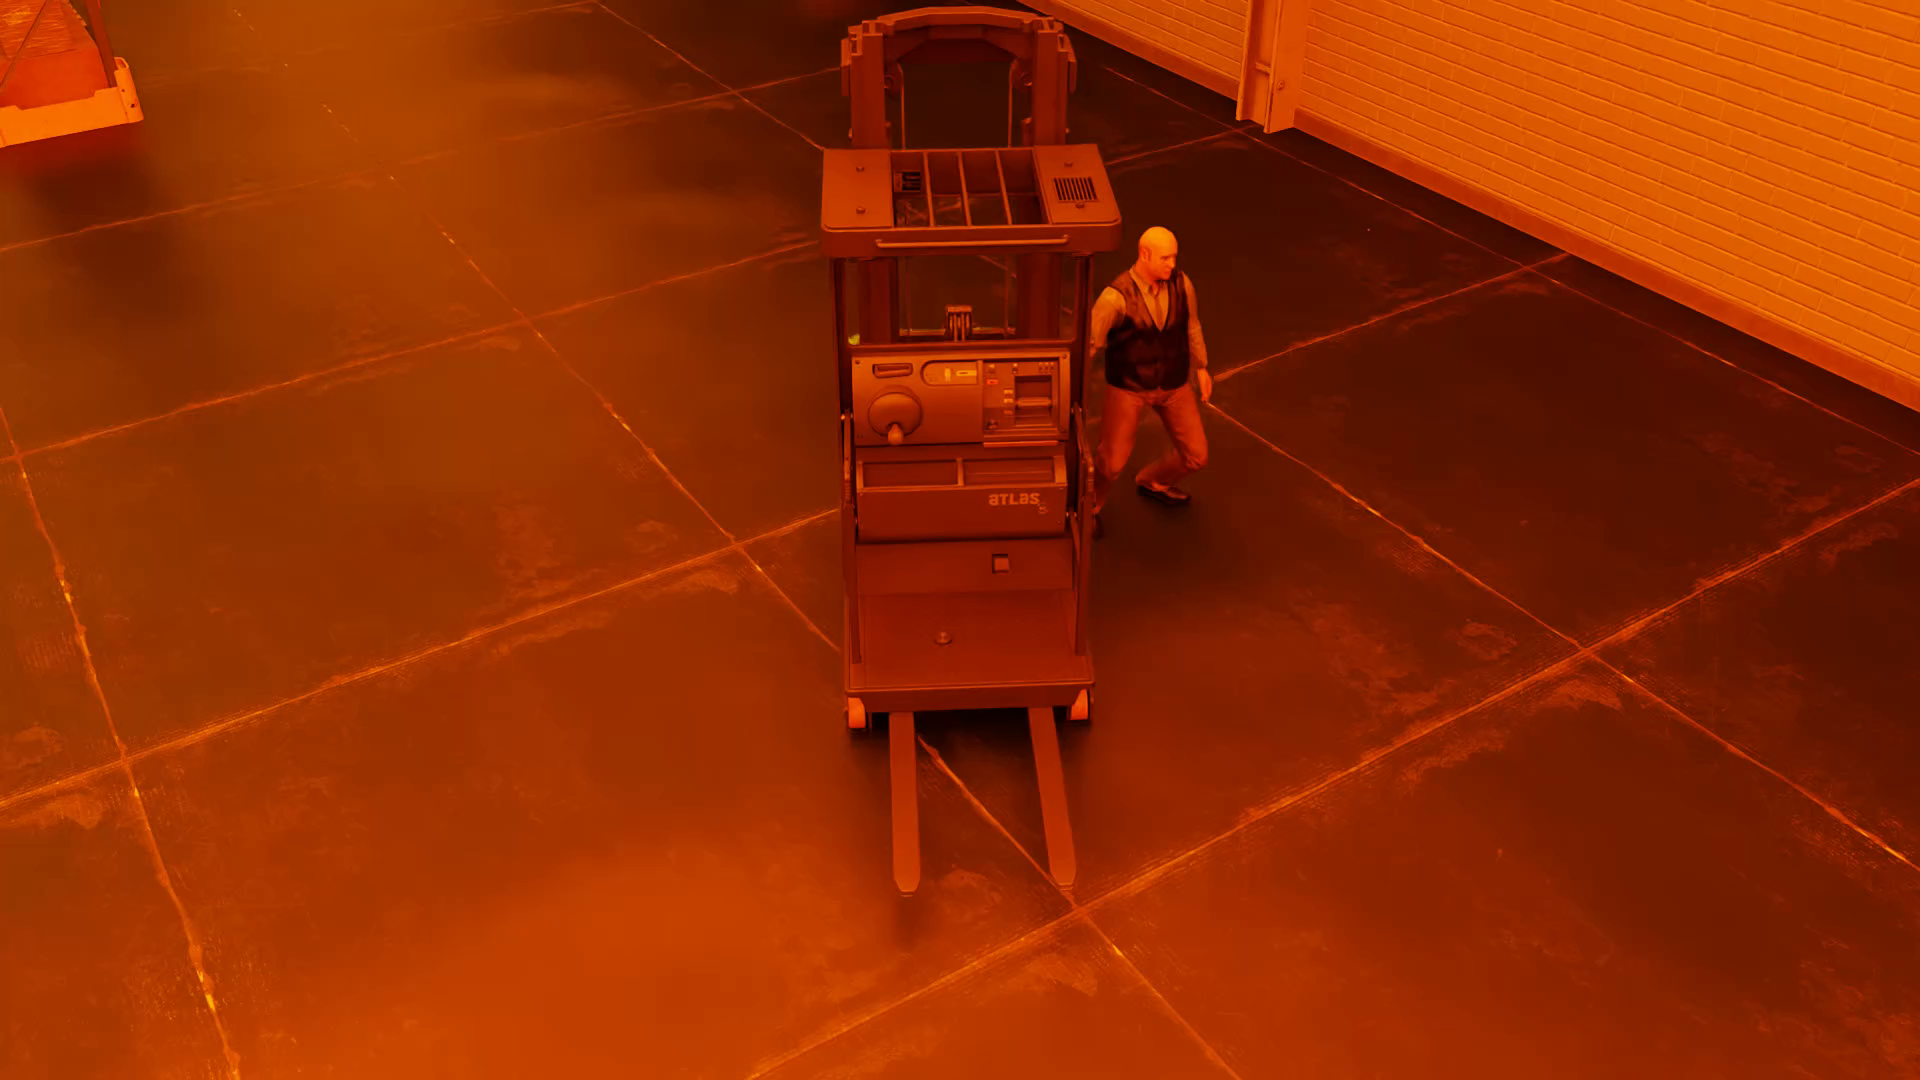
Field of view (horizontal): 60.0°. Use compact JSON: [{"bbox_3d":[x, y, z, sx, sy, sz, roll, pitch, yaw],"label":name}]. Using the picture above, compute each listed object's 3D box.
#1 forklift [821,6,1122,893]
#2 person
[{"bbox_3d":[0.021,-0.545,6.923,1.130,2.935,3.031,-2,35,-3],"label":"forklift"},{"bbox_3d":[0.900,-0.774,8.404,0.822,1.678,0.443,-10,36,-13],"label":"person"}]
